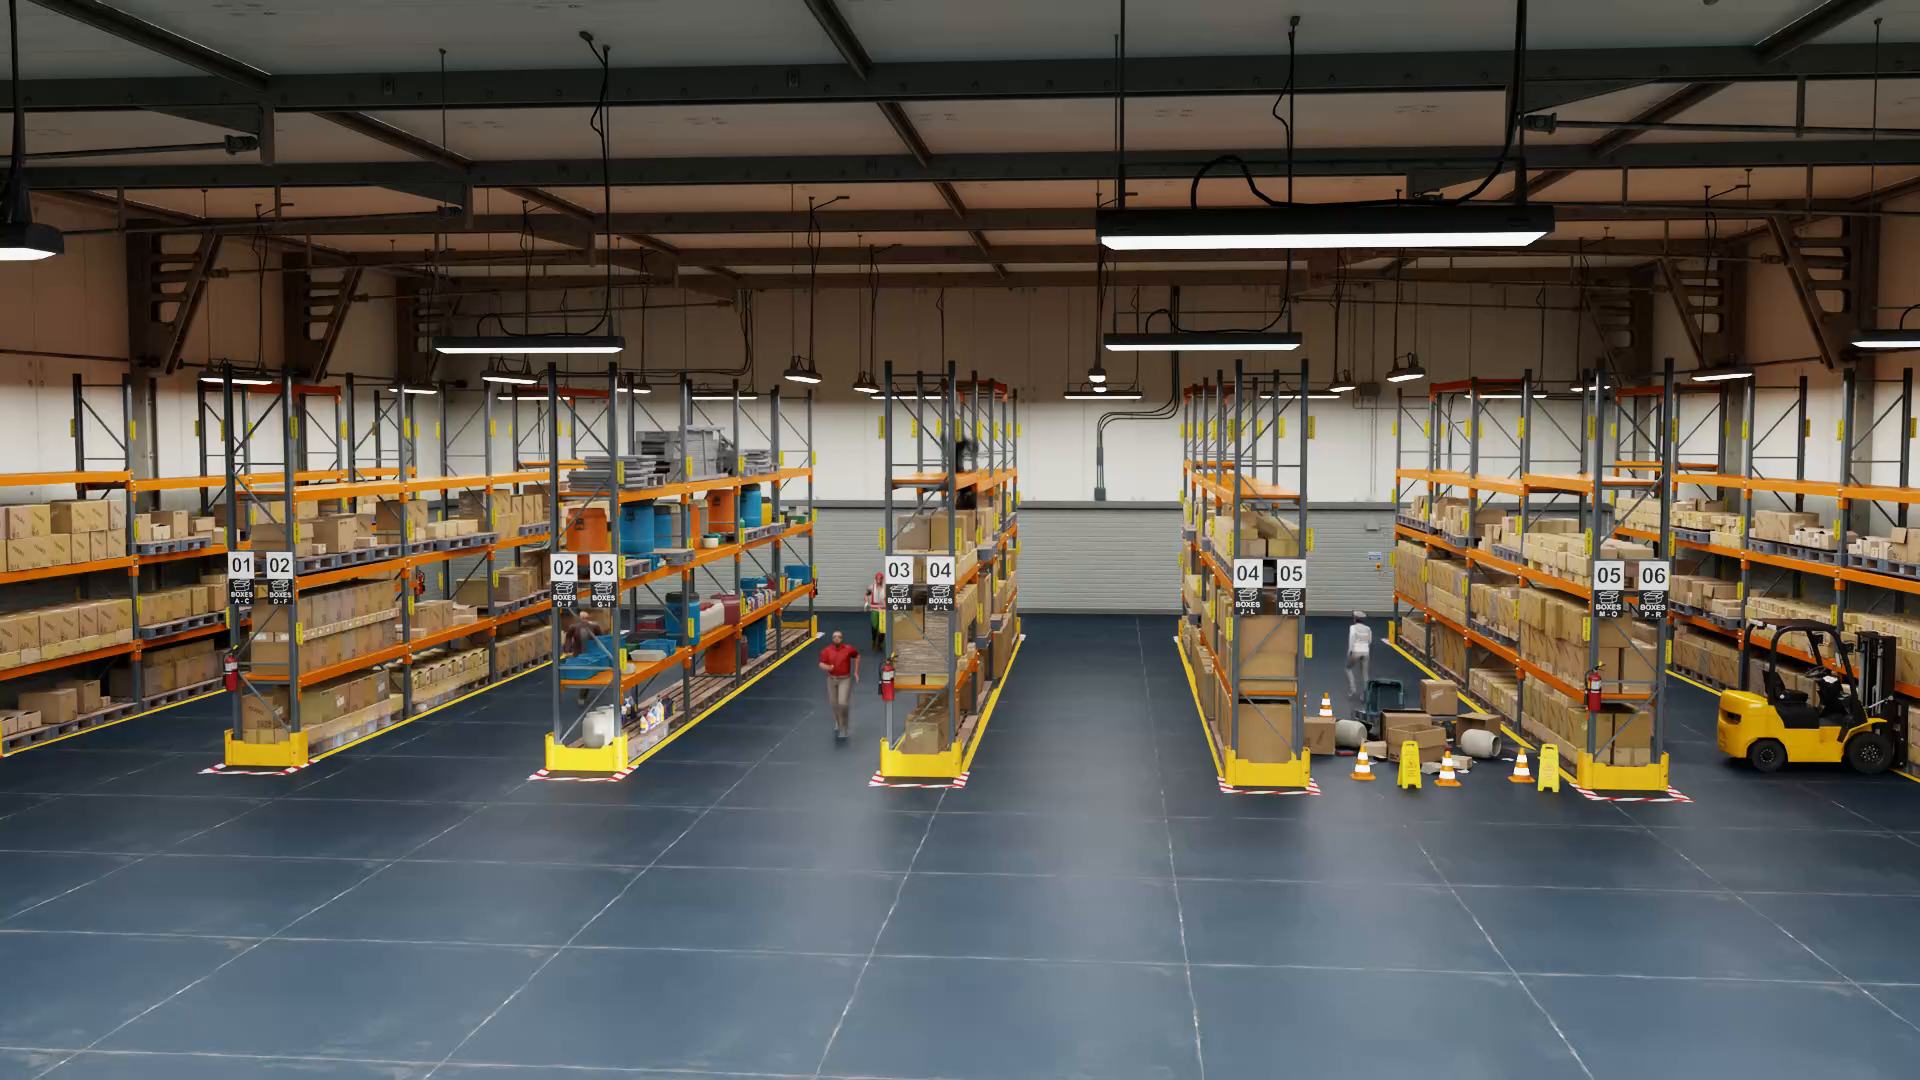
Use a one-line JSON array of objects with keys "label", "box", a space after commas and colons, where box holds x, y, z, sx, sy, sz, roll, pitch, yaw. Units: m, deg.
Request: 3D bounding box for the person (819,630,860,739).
[{"label": "person", "box": [-1.986, 2.368, 27.178, 0.615, 1.787, 0.853, 1, 4, 8]}]

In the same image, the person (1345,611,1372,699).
[{"label": "person", "box": [7.441, 2.151, 30.938, 0.530, 1.631, 0.898, 0, 4, -5]}]

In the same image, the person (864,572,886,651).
[{"label": "person", "box": [-1.849, 1.628, 37.739, 0.646, 1.782, 0.701, 0, 4, -6]}]

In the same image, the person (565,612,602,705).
[{"label": "person", "box": [-6.885, 2.148, 30.489, 0.720, 1.712, 0.705, -1, 4, -8]}]

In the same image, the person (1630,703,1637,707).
[{"label": "person", "box": [11.313, 2.355, 28.175, 0.579, 1.613, 0.644, 0, 4, -2]}]
